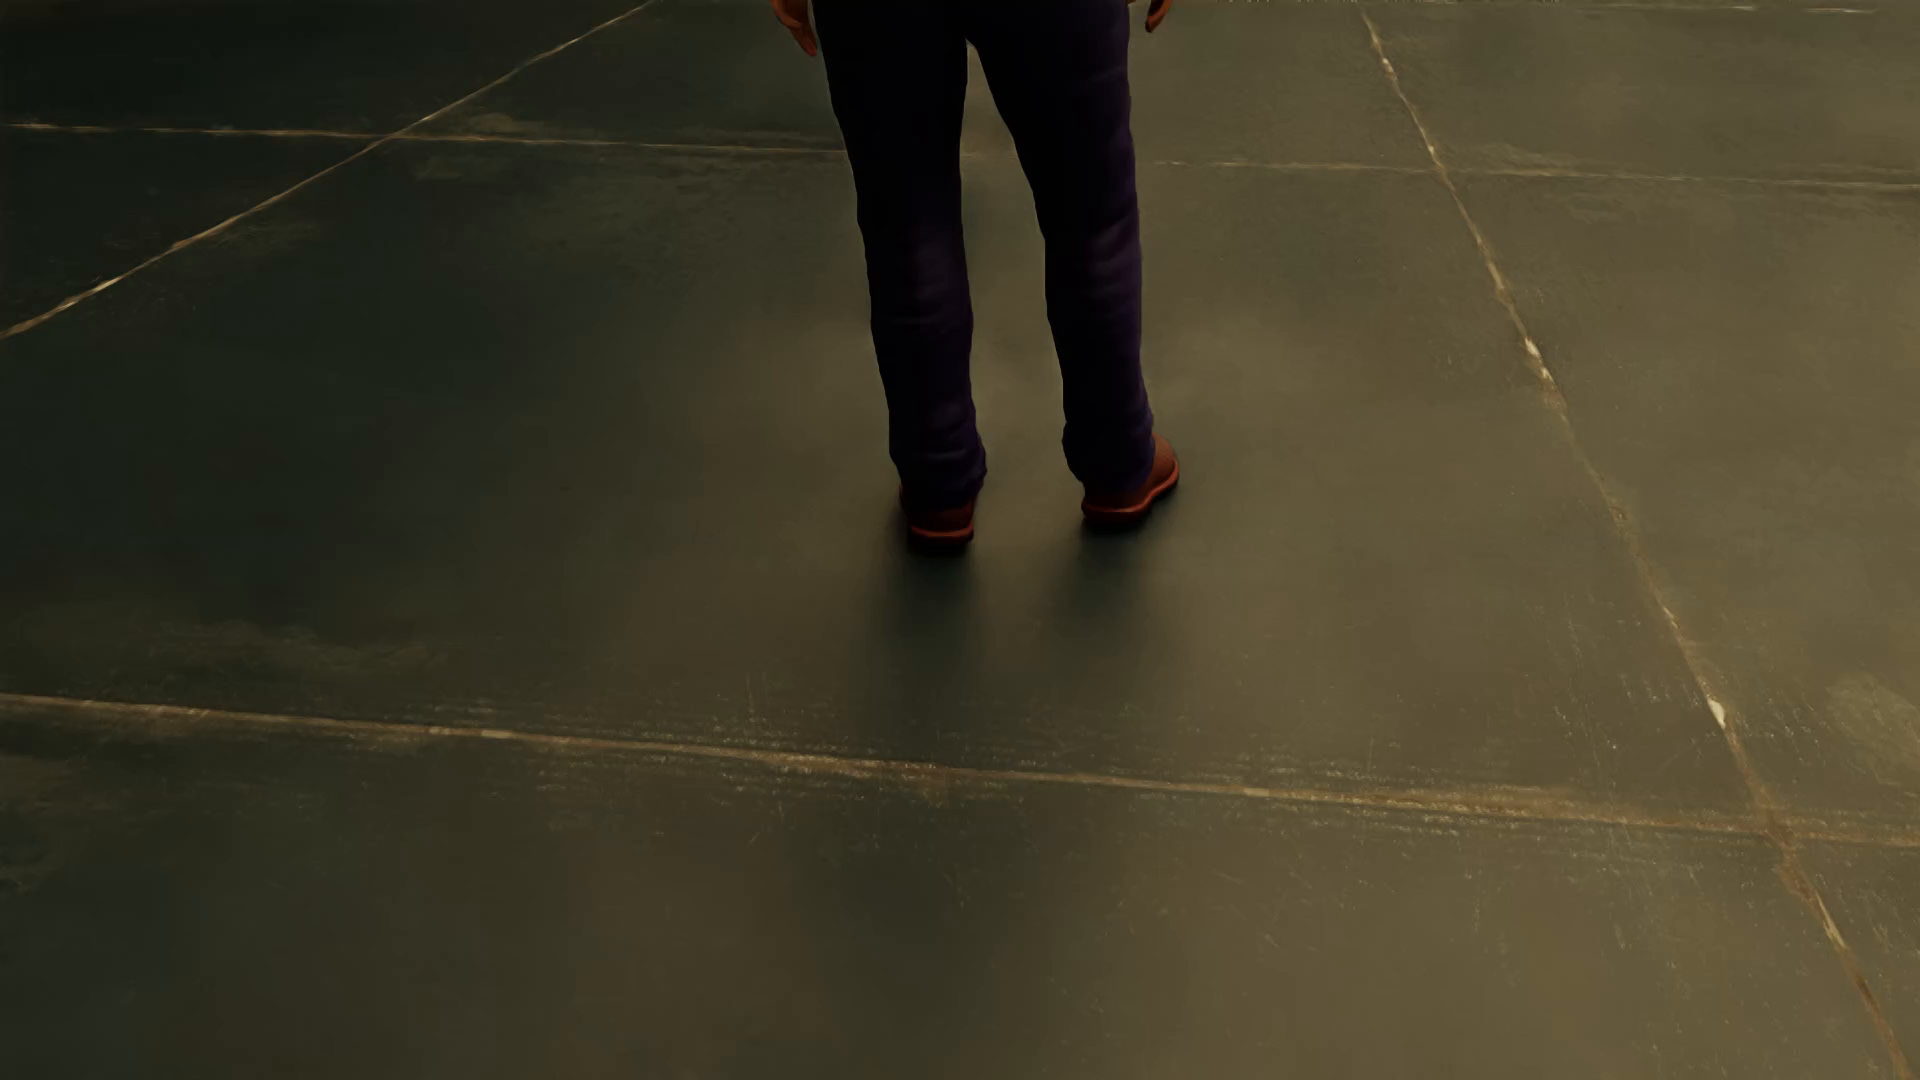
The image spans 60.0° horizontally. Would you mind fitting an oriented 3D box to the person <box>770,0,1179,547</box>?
[{"bbox_3d":[0.034,-0.782,2.206,0.599,1.650,0.502,3,27,7],"label":"person"}]
